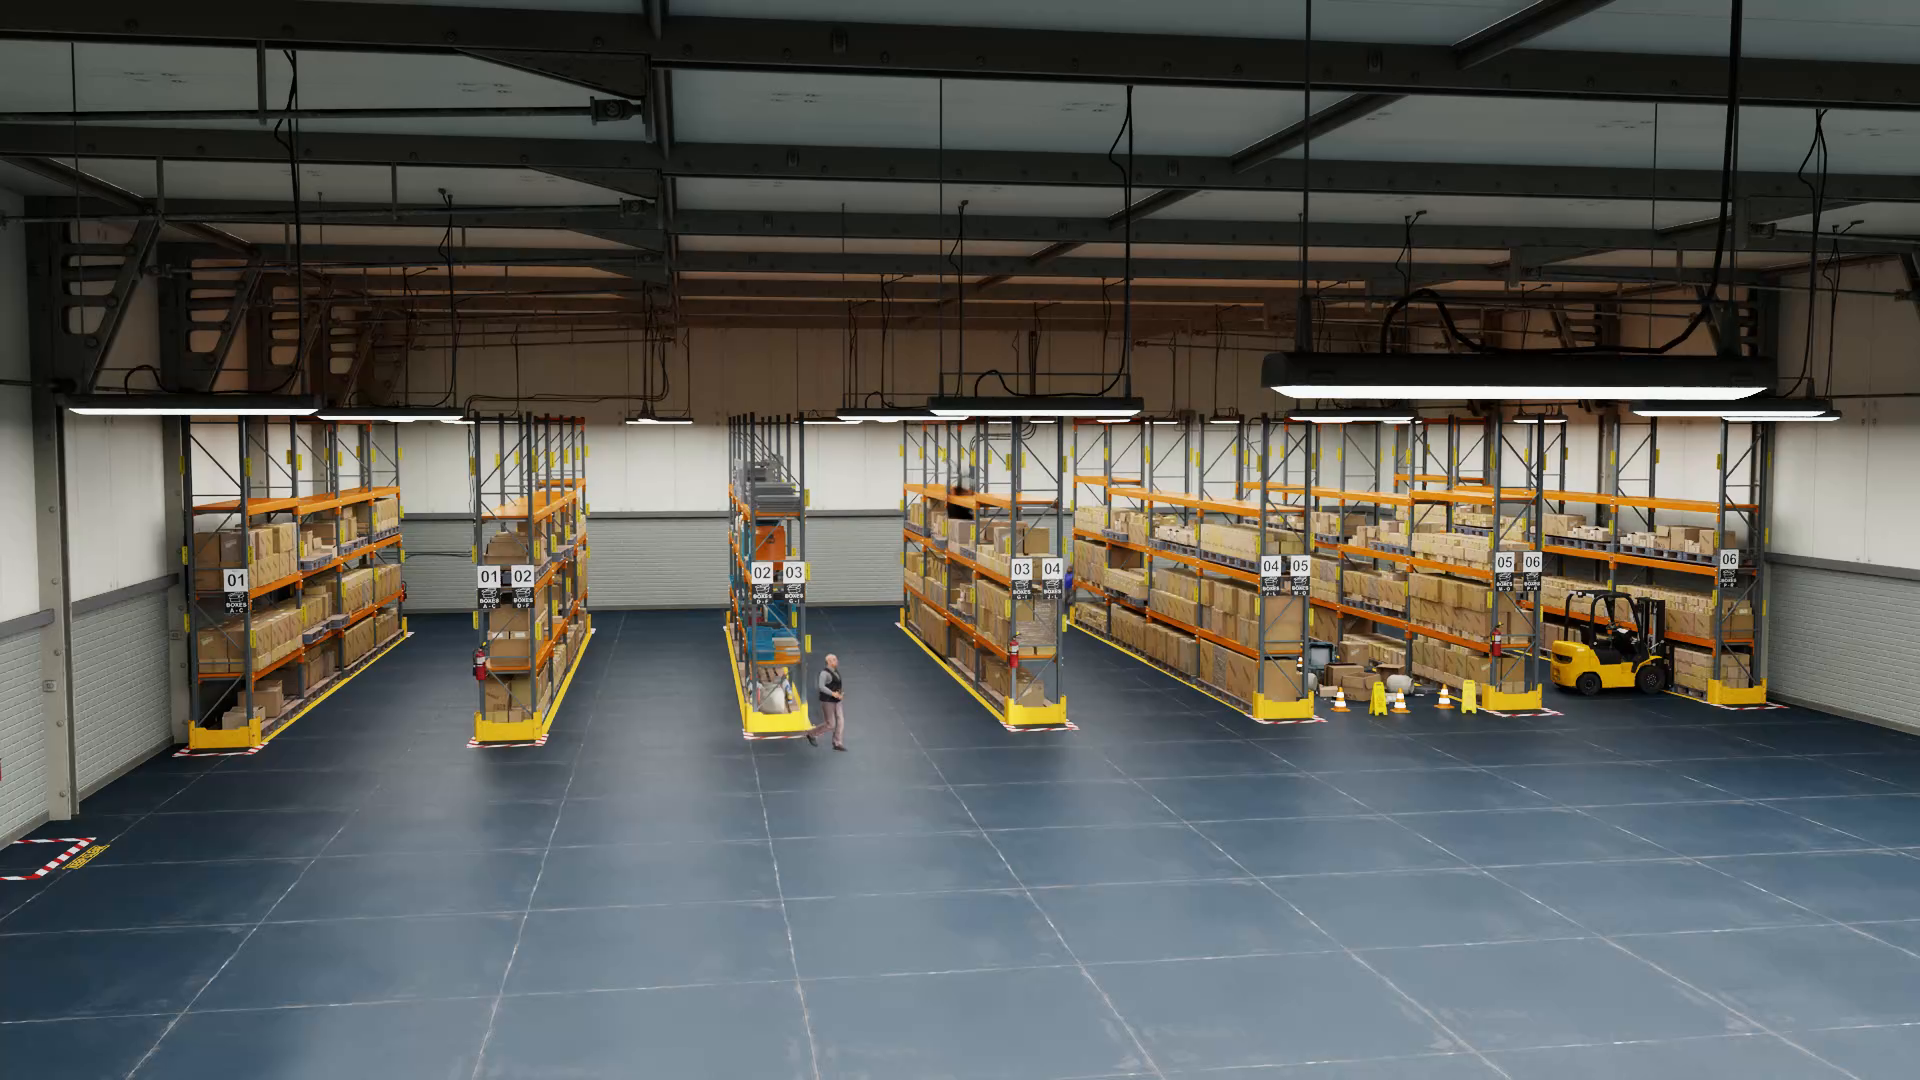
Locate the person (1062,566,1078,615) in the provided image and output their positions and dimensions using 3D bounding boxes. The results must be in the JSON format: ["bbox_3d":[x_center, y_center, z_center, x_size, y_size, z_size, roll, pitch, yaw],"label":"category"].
[{"bbox_3d":[3.216,1.557,49.459,0.828,1.605,0.640,-3,5,-34],"label":"person"}]

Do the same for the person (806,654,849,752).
[{"bbox_3d":[-2.301,2.877,29.415,0.728,1.724,0.685,1,4,21],"label":"person"}]

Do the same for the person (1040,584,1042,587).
[{"bbox_3d":[2.449,1.780,45.603,0.671,1.733,0.910,0,4,-4],"label":"person"}]
